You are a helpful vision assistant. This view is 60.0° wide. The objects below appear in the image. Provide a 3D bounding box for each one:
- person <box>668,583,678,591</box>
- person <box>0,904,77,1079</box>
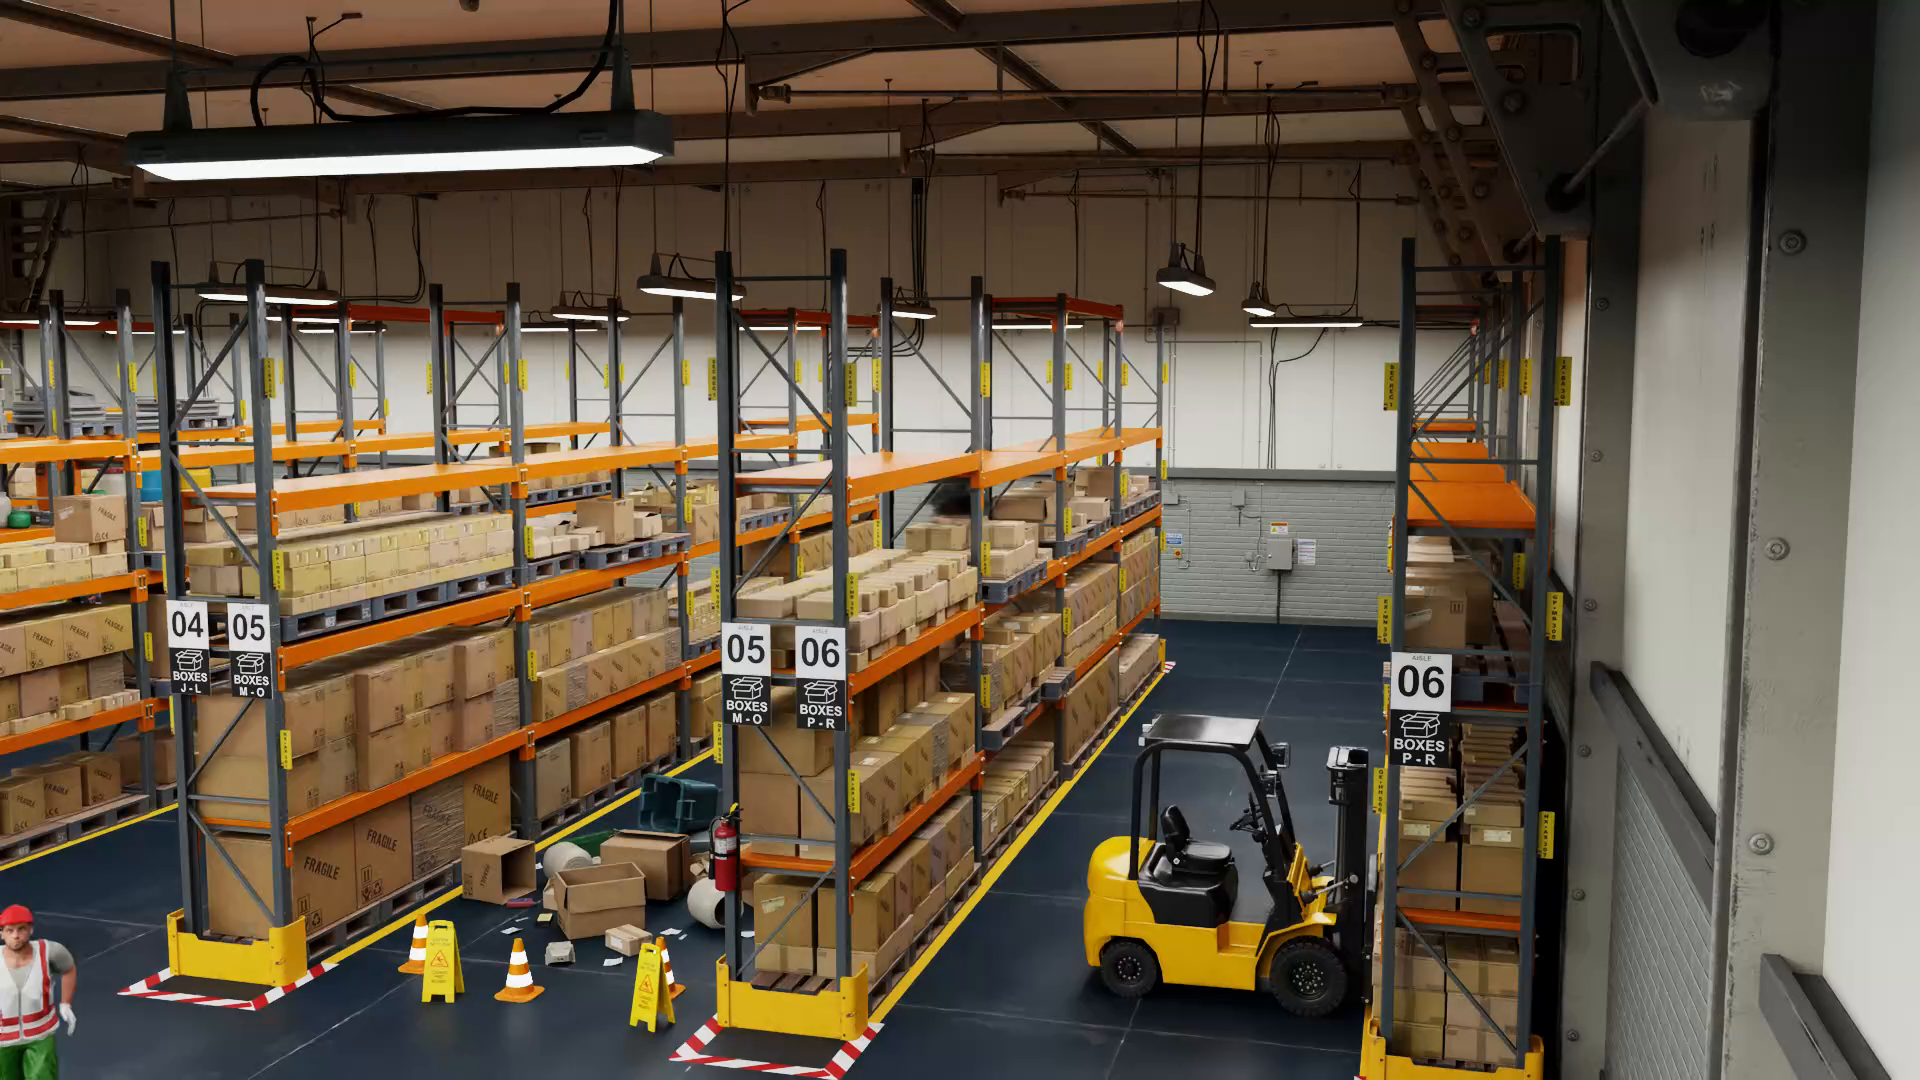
[{"bbox_3d":[-4.524,1.521,26.616,0.699,1.711,0.782,1,6,7],"label":"person"},{"bbox_3d":[-6.015,3.166,10.685,0.645,1.759,0.877,-3,7,-30],"label":"person"}]
